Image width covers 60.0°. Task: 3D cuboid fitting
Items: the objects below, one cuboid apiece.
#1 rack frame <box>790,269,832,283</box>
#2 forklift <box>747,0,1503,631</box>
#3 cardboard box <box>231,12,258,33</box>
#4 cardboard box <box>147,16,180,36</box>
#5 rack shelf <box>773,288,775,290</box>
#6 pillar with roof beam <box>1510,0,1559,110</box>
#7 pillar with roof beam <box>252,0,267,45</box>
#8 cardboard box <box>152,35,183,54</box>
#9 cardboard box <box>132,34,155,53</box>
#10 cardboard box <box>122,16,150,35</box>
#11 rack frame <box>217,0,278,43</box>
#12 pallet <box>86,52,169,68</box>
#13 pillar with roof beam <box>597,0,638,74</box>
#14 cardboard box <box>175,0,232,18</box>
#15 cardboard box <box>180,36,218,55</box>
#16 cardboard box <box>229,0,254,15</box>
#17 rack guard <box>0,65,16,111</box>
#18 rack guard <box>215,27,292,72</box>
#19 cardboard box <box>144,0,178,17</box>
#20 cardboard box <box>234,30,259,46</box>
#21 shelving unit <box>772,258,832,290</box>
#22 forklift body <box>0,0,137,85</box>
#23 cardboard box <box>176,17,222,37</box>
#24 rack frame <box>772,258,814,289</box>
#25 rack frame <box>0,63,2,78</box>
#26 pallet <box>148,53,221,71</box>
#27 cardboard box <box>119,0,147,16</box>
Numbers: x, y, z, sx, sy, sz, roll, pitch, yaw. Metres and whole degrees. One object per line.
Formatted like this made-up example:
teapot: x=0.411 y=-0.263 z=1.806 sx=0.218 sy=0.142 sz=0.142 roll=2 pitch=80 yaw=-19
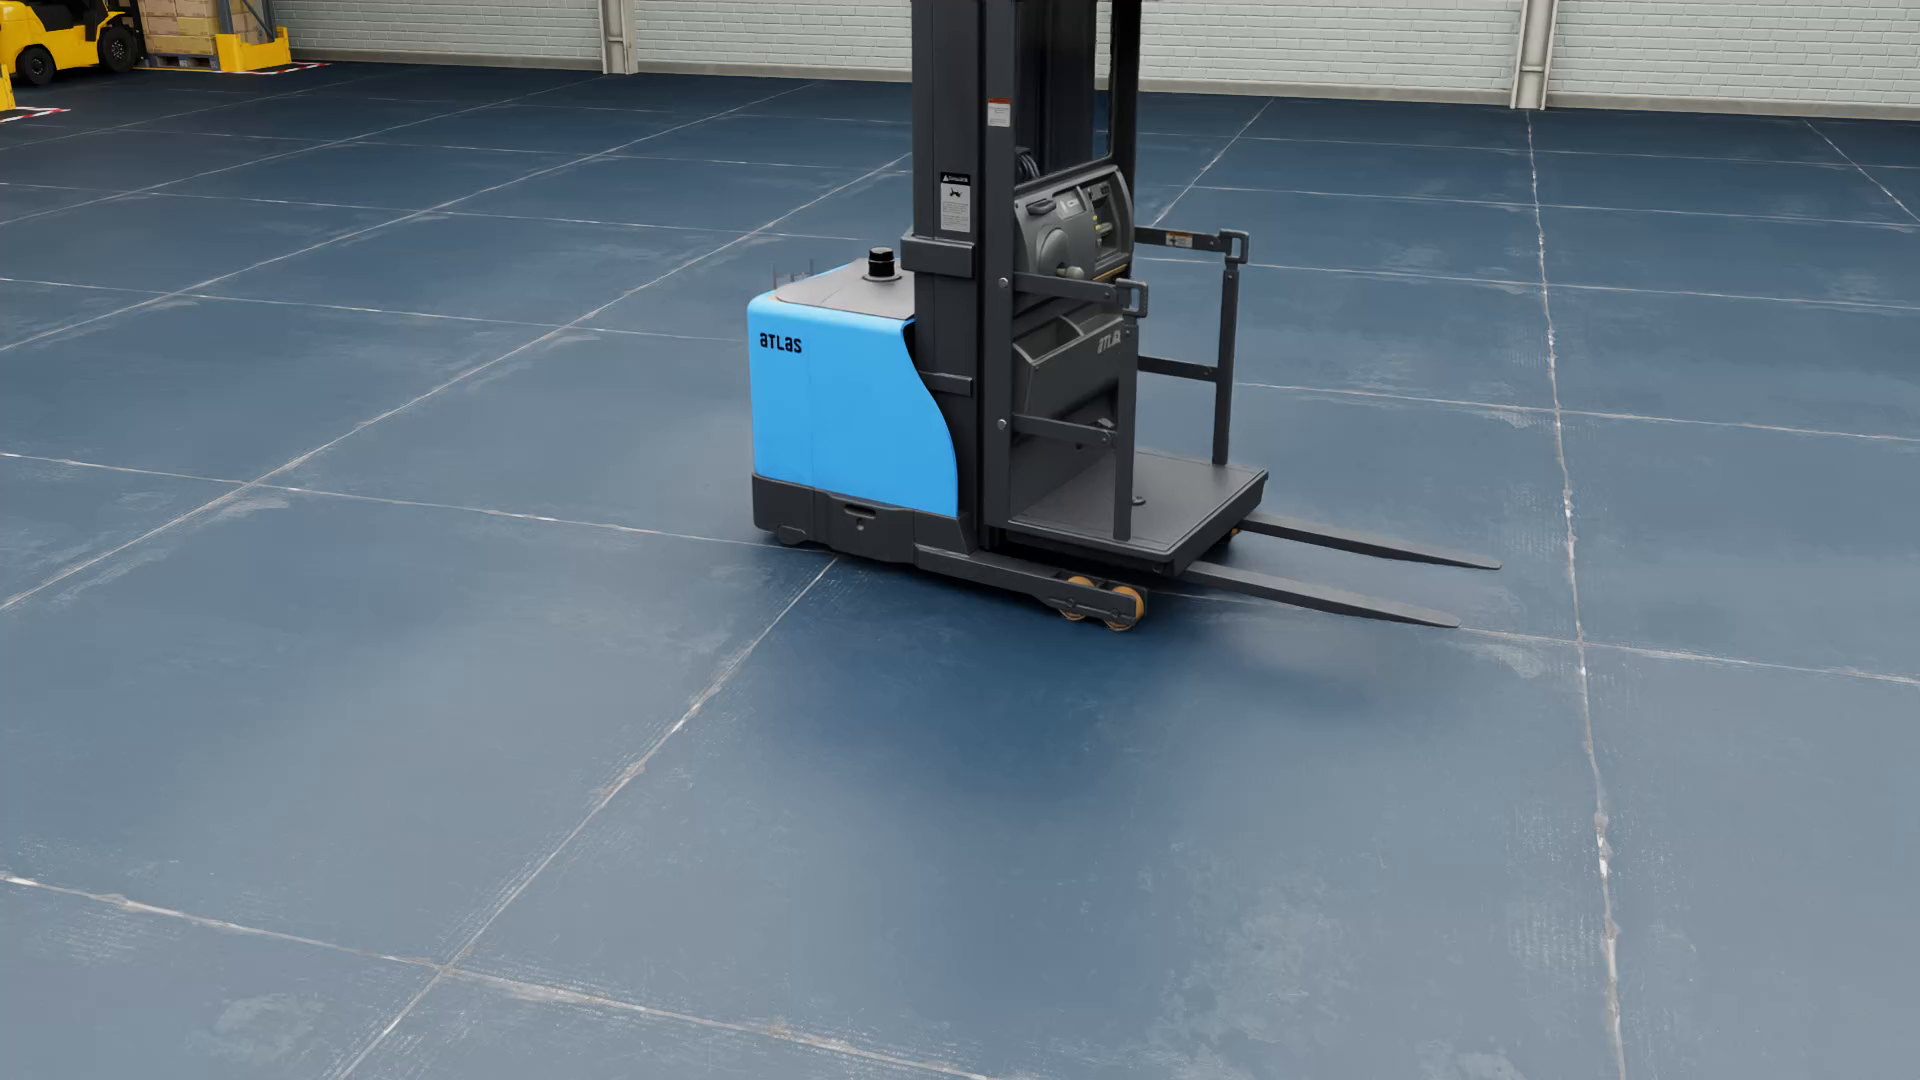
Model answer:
rack frame: x=-0.665 y=-0.718 z=7.637 sx=0.200 sy=1.050 sz=0.008 roll=-10 pitch=24 yaw=-23
forklift: x=0.633 y=-1.237 z=6.424 sx=3.031 sy=2.935 sz=1.130 roll=12 pitch=25 yaw=28
cardboard box: x=-10.434 y=-7.413 z=23.799 sx=0.500 sy=0.250 sz=0.500 roll=7 pitch=23 yaw=16
cardboard box: x=-11.077 y=-7.284 z=23.487 sx=0.500 sy=0.250 sz=0.500 roll=6 pitch=23 yaw=15
rack shelf: x=-0.717 y=-1.013 z=7.635 sx=0.215 sy=0.259 sz=0.240 roll=-10 pitch=24 yaw=-23
pillar with roof beam: x=5.539 y=-7.774 z=14.365 sx=0.400 sy=9.000 sz=9.100 roll=7 pitch=23 yaw=16
pillar with roof beam: x=-11.694 y=-9.747 z=19.175 sx=0.400 sy=9.000 sz=9.100 roll=7 pitch=23 yaw=16
cardboard box: x=-11.059 y=-7.049 z=23.572 sx=0.500 sy=0.250 sz=0.500 roll=7 pitch=23 yaw=15
cardboard box: x=-11.535 y=-7.107 z=23.713 sx=0.500 sy=0.250 sz=0.500 roll=7 pitch=23 yaw=16
cardboard box: x=-11.578 y=-7.333 z=23.606 sx=0.500 sy=0.250 sz=0.500 roll=6 pitch=23 yaw=14
rack frame: x=-10.044 y=-8.132 z=23.143 sx=0.127 sy=3.000 sz=1.000 roll=7 pitch=23 yaw=16
pallet: x=-11.953 y=-7.045 z=24.167 sx=1.213 sy=0.211 sz=1.003 roll=7 pitch=23 yaw=15
pillar with roof beam: x=-5.950 y=-9.090 z=17.572 sx=0.400 sy=9.000 sz=9.100 roll=7 pitch=23 yaw=16
cardboard box: x=-10.575 y=-7.454 z=23.242 sx=0.500 sy=0.250 sz=0.500 roll=7 pitch=23 yaw=17
cardboard box: x=-10.585 y=-6.991 z=23.430 sx=0.500 sy=0.250 sz=0.500 roll=7 pitch=23 yaw=16
cardboard box: x=-10.450 y=-7.638 z=23.691 sx=0.500 sy=0.250 sz=0.500 roll=6 pitch=23 yaw=15
rack guard: x=-11.547 y=-5.180 z=19.240 sx=0.348 sy=0.500 sz=1.175 roll=7 pitch=23 yaw=16
rack guard: x=-10.021 y=-6.973 z=23.611 sx=0.348 sy=0.500 sz=1.175 roll=7 pitch=23 yaw=16
cardboard box: x=-11.066 y=-7.508 z=23.373 sx=0.500 sy=0.250 sz=0.500 roll=7 pitch=23 yaw=16
cardboard box: x=-10.458 y=-7.179 z=23.889 sx=0.500 sy=0.250 sz=0.500 roll=7 pitch=23 yaw=16
shelving unit: x=-0.717 y=-0.760 z=7.739 sx=0.215 sy=1.050 sz=0.252 roll=-10 pitch=24 yaw=-23
forklift body: x=-12.387 y=-7.284 z=22.194 sx=1.214 sy=2.155 sz=2.313 roll=7 pitch=23 yaw=16
cardboard box: x=-10.600 y=-7.225 z=23.343 sx=0.500 sy=0.250 sz=0.500 roll=6 pitch=23 yaw=15
rack frame: x=-0.770 y=-0.802 z=7.841 sx=0.200 sy=1.050 sz=0.008 roll=-10 pitch=24 yaw=-23
rack frame: x=-11.474 y=-6.328 z=18.745 sx=0.127 sy=3.000 sz=1.000 roll=7 pitch=23 yaw=16
pallet: x=-10.788 y=-6.911 z=23.839 sx=1.213 sy=0.211 sz=1.003 roll=7 pitch=23 yaw=16
cardboard box: x=-11.552 y=-7.560 z=23.499 sx=0.500 sy=0.250 sz=0.500 roll=7 pitch=23 yaw=16
